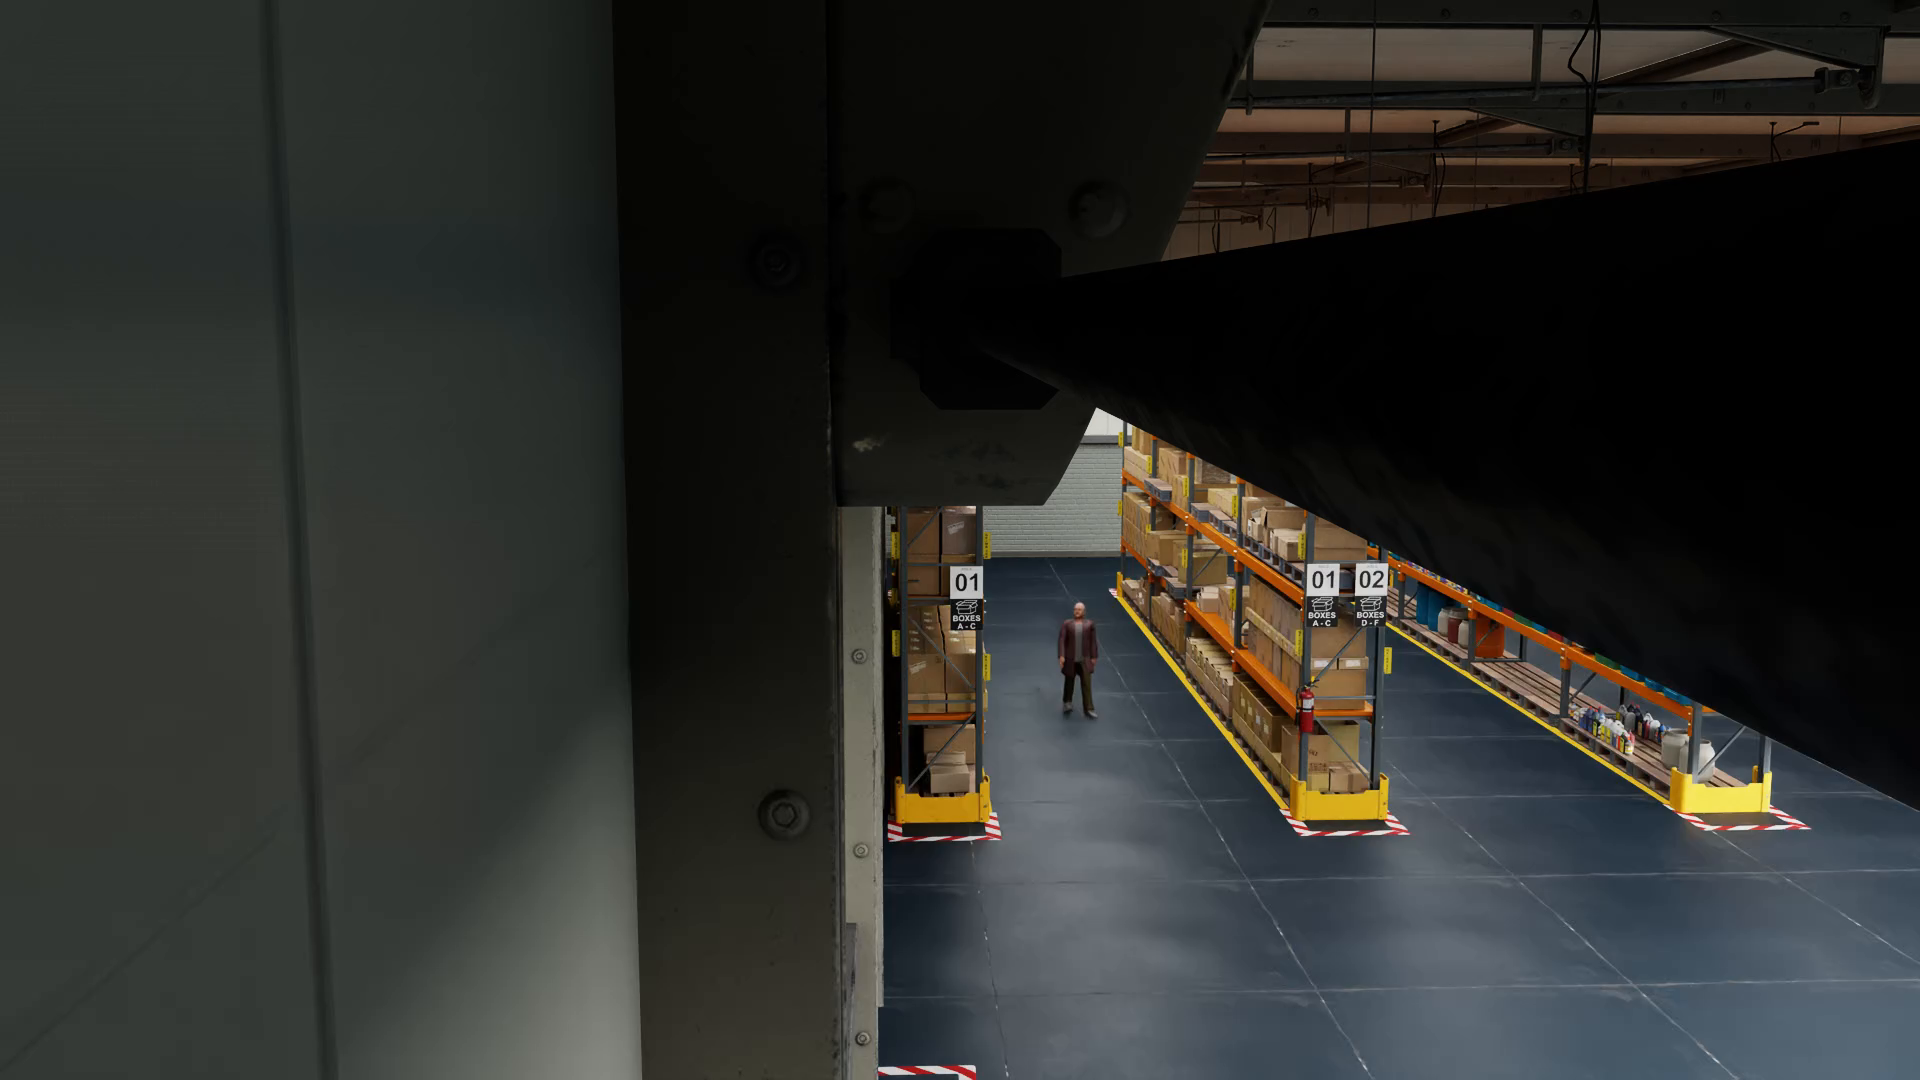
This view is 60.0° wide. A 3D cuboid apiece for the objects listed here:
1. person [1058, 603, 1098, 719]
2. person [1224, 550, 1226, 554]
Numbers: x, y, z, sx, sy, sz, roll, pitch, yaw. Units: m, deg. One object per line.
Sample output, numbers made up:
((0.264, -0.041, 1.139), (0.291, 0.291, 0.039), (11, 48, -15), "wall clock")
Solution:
((1.841, 1.842, 25.720), (0.670, 1.714, 1.078), (-1, 8, -10), "person")
((6.043, 0.136, 38.260), (0.467, 1.662, 0.615), (-4, 9, -26), "person")
